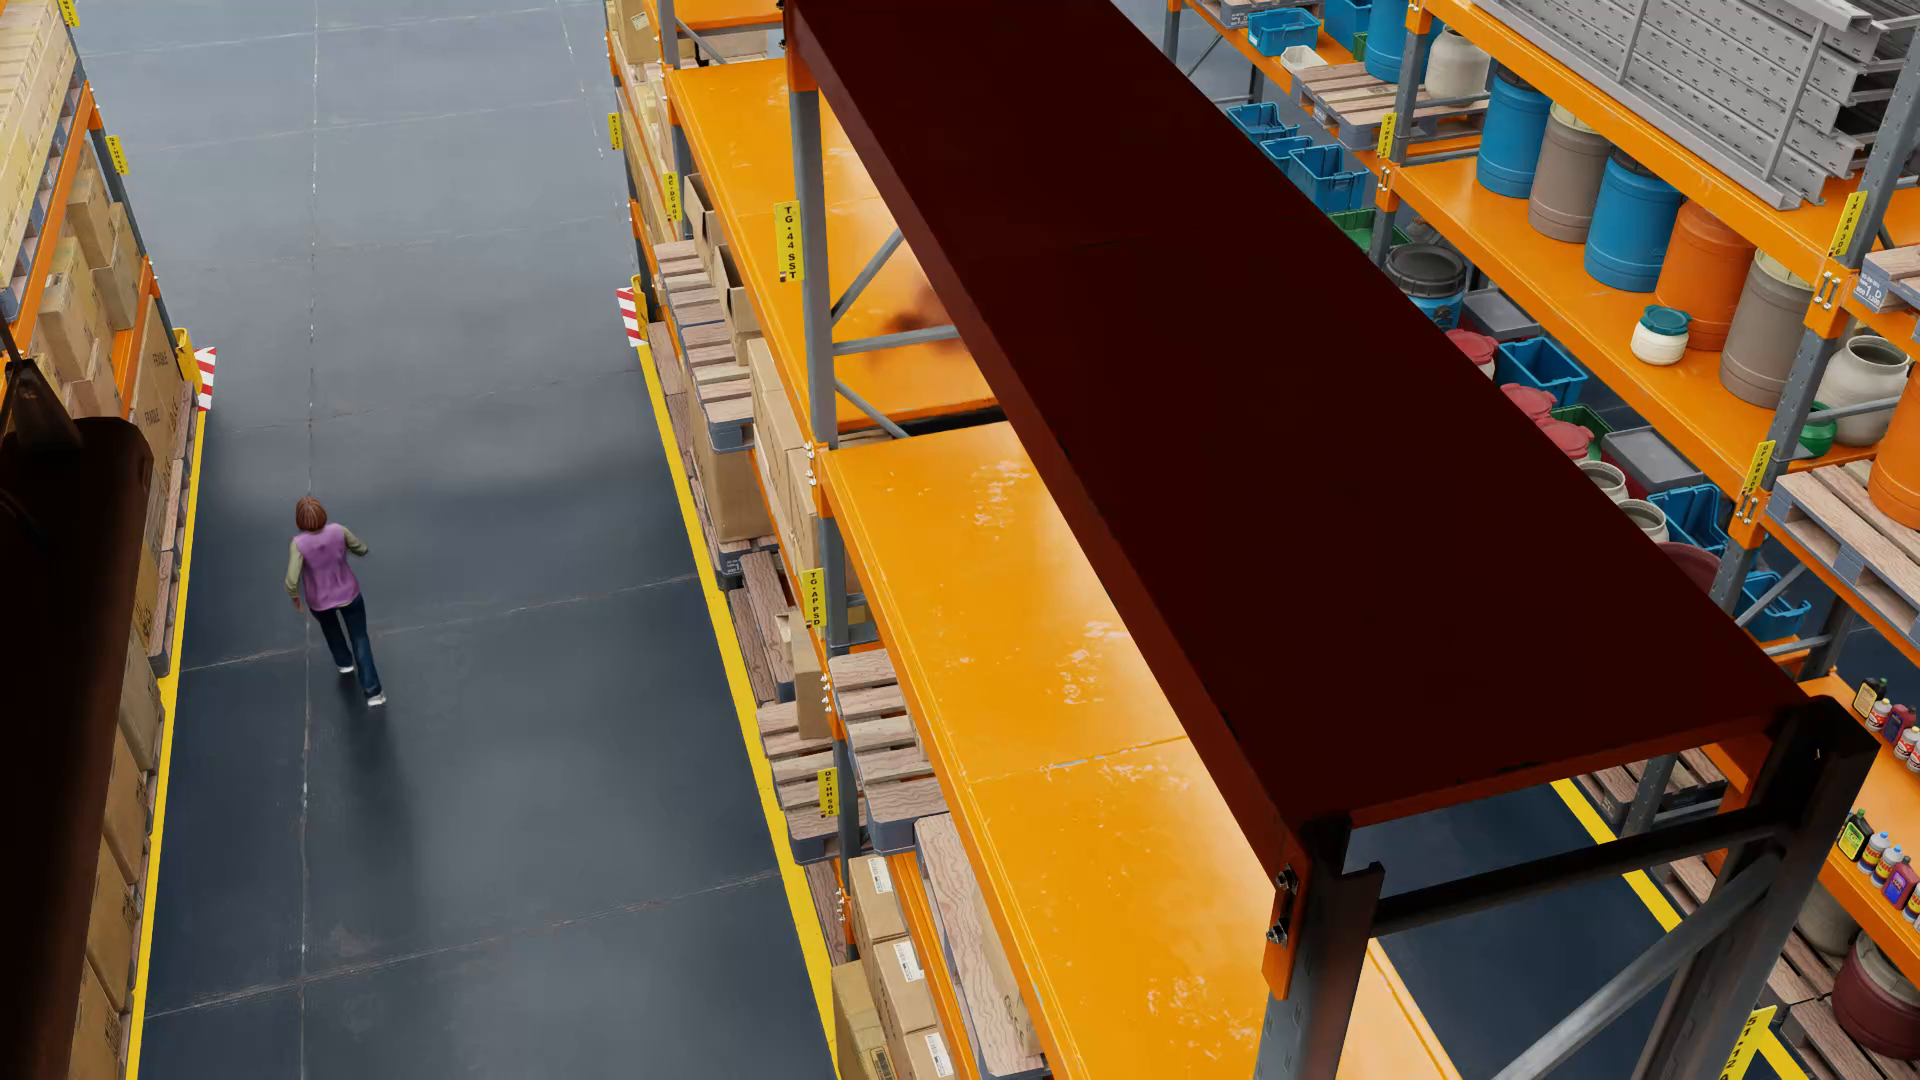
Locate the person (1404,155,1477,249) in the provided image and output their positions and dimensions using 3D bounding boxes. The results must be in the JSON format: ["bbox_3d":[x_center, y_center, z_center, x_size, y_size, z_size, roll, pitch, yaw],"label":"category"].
[{"bbox_3d":[4.369,-2.998,15.198,0.651,1.743,0.607,-21,43,-25],"label":"person"}]

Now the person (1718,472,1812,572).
[{"bbox_3d":[5.625,-0.150,11.741,0.583,1.615,0.558,-12,40,-15],"label":"person"}]

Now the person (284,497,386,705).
[{"bbox_3d":[-4.116,0.414,10.992,0.565,1.631,0.778,-18,42,-22],"label":"person"}]
